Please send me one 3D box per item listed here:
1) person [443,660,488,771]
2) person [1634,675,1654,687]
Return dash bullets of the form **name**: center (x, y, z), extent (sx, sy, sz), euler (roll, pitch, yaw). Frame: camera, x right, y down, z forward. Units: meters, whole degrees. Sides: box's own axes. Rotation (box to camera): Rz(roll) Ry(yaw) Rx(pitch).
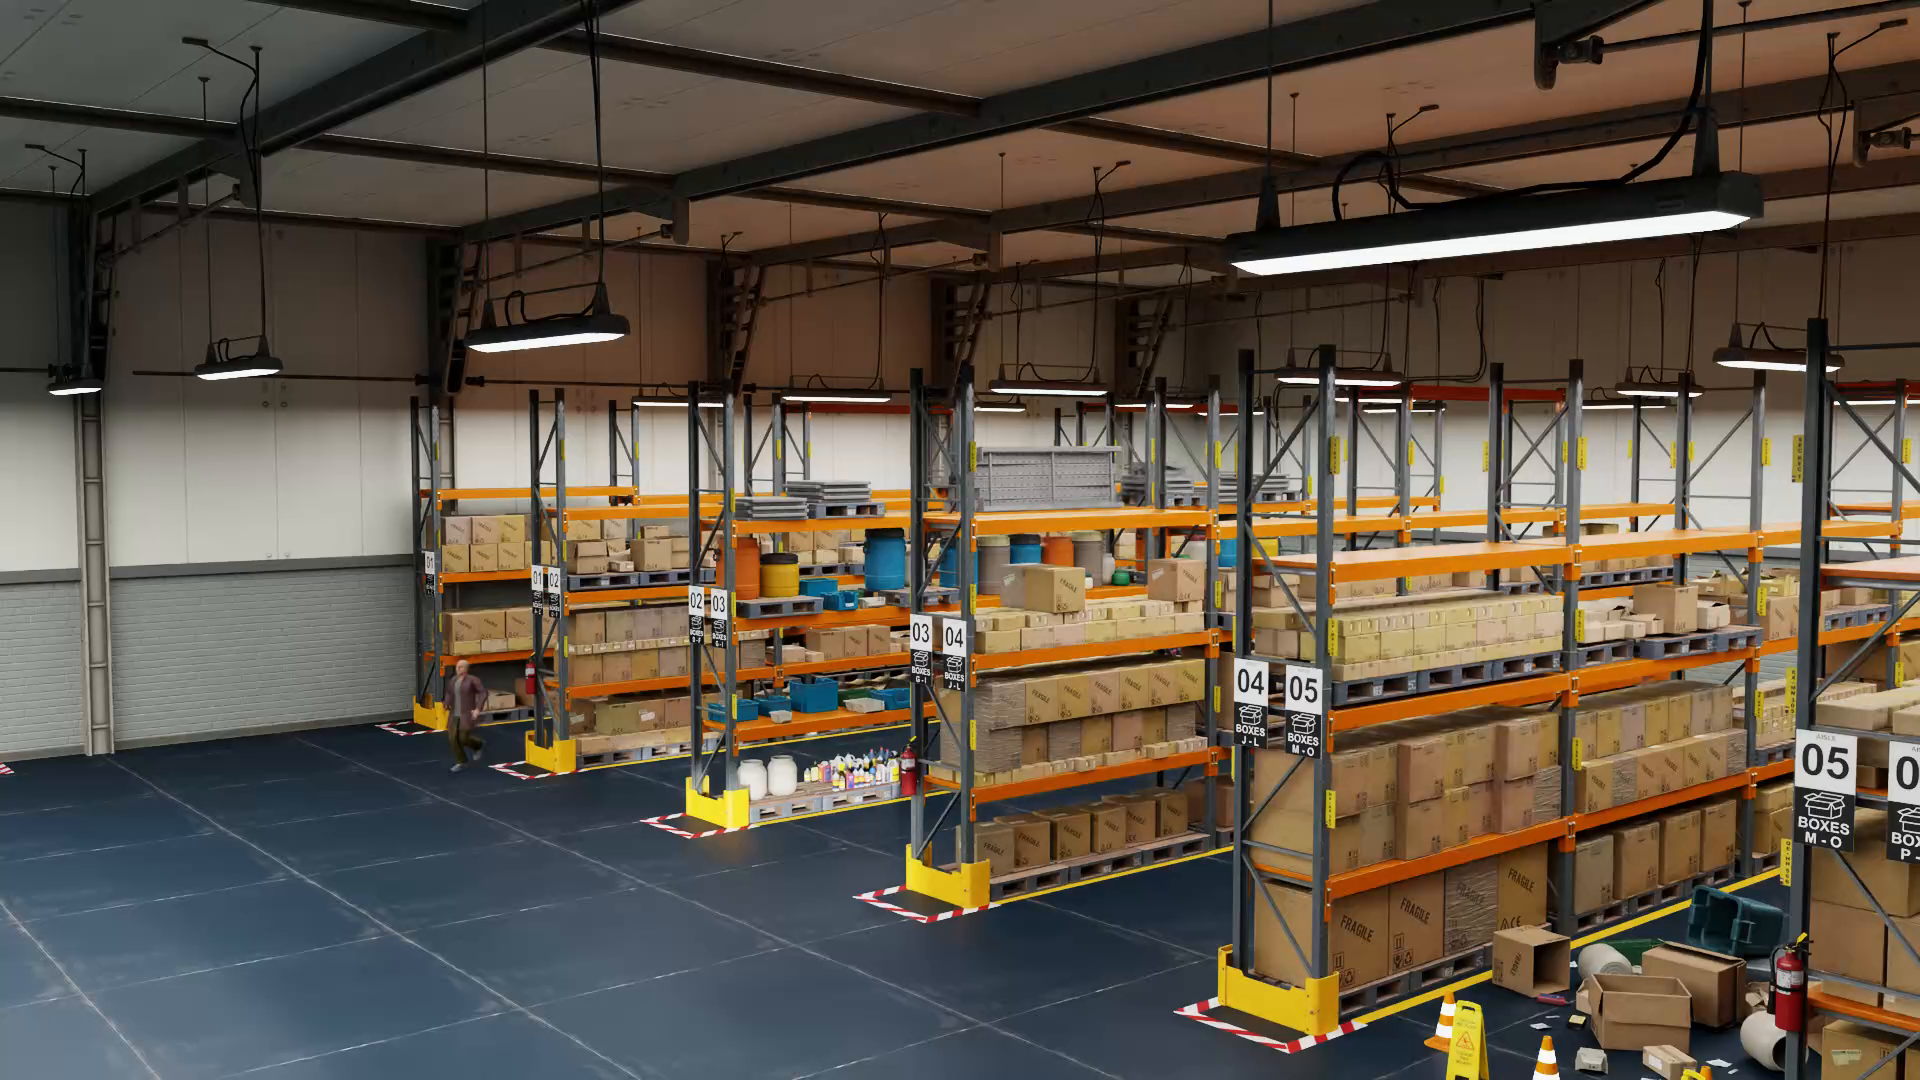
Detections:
- **person**: center (-7.823, 2.755, 26.328), extent (0.746, 1.743, 0.665), euler (1, 4, 17)
- **person**: center (10.310, 2.791, 25.086), extent (0.652, 1.740, 0.742), euler (3, 4, 39)
